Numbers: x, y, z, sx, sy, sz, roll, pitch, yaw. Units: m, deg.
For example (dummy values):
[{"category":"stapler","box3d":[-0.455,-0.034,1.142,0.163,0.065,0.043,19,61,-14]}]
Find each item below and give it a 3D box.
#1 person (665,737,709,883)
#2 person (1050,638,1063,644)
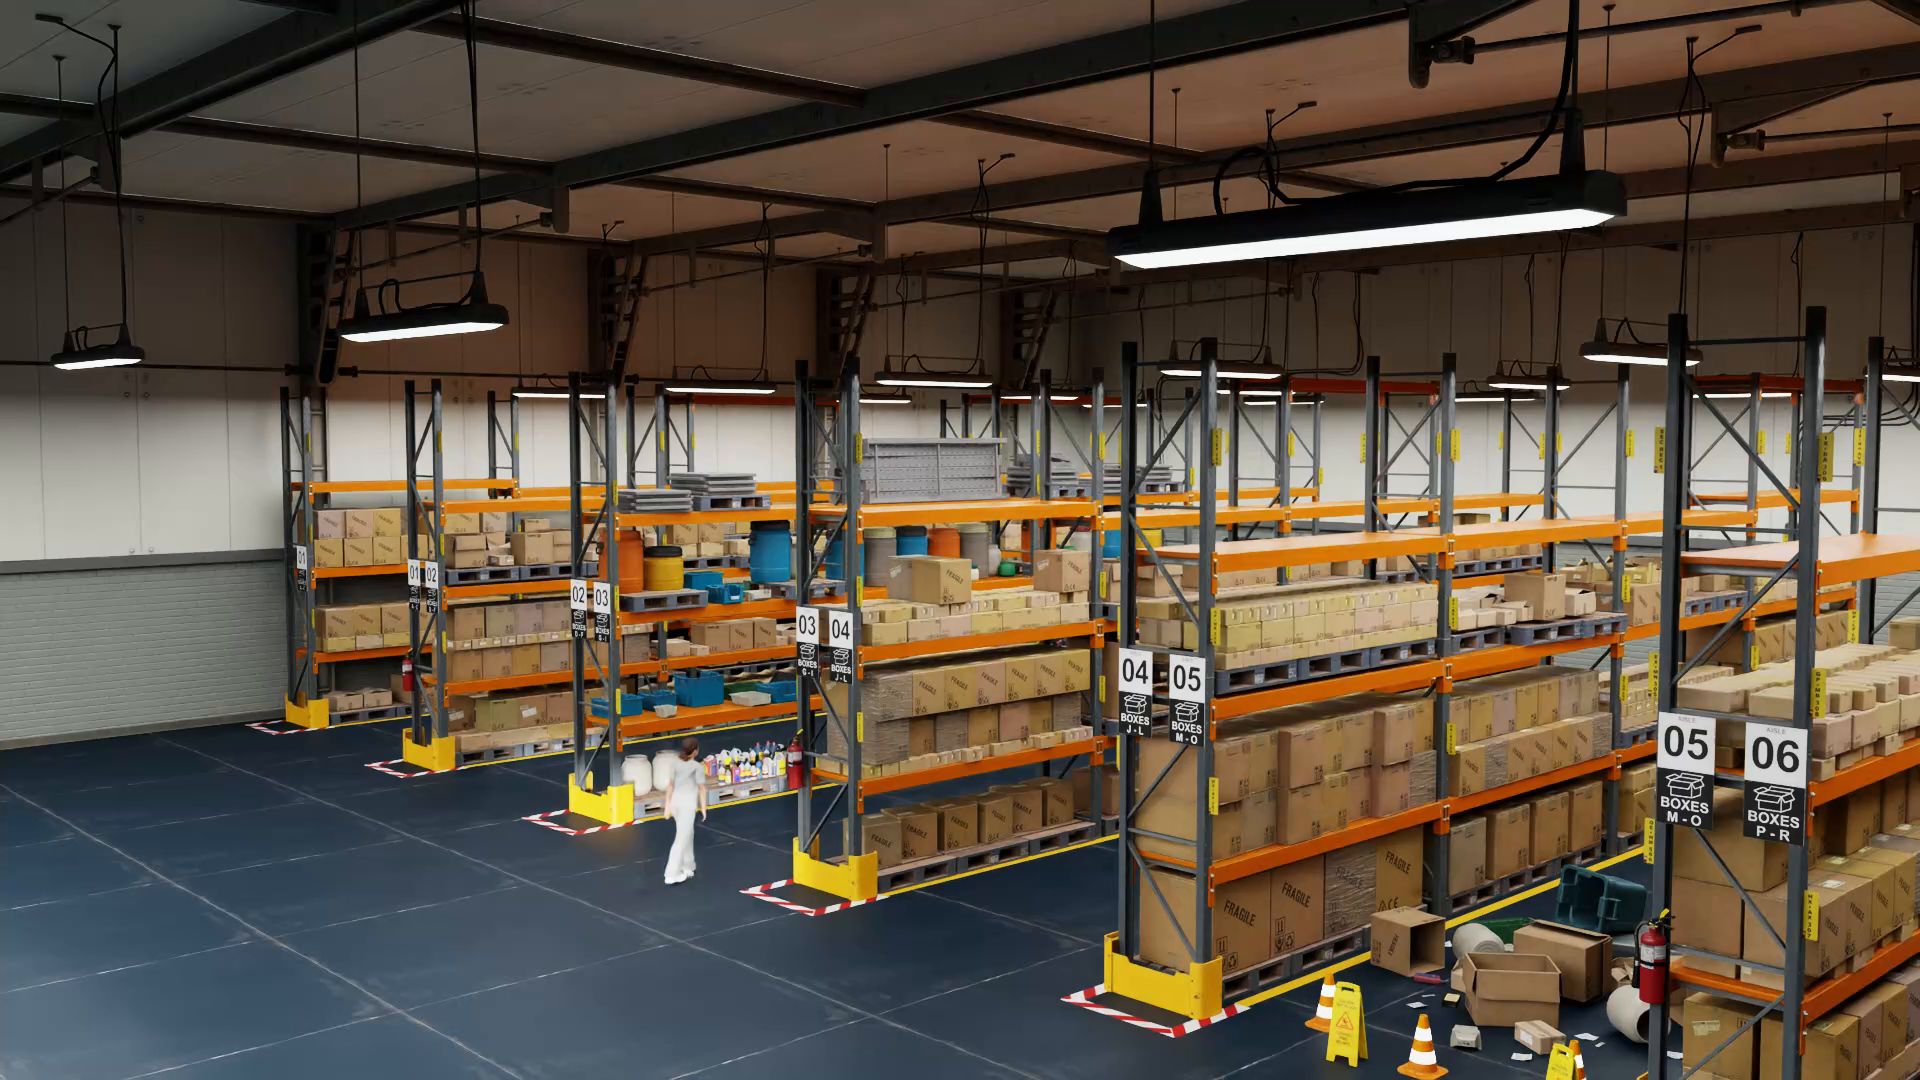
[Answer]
[{"category":"person","box3d":[-3.131,3.128,19.195,0.448,1.699,0.685,3,5,37]},{"category":"person","box3d":[1.886,2.069,32.112,1.049,1.546,0.584,-3,5,-37]}]
